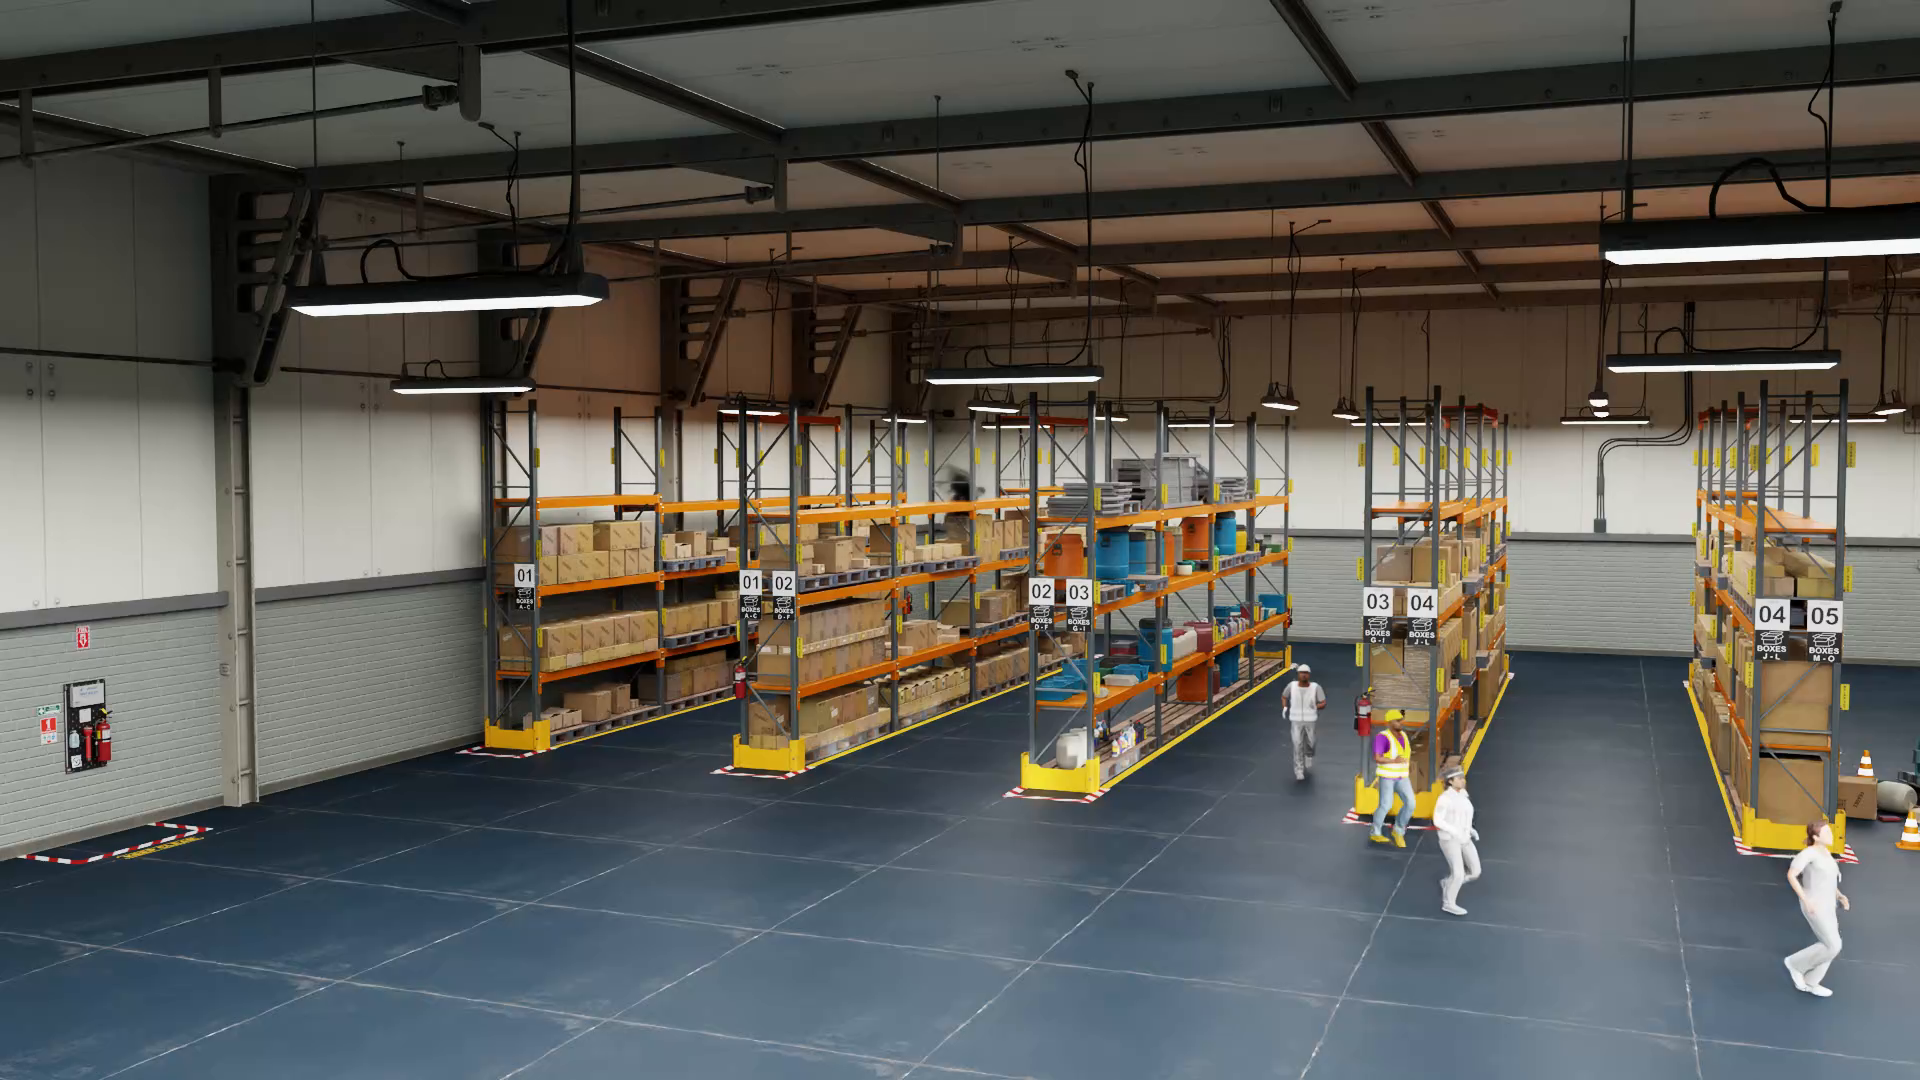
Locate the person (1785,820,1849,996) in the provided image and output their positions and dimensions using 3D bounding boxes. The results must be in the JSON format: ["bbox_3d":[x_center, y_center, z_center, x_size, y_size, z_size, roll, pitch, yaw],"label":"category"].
[{"bbox_3d":[7.985,3.427,15.482,0.569,1.620,0.512,-2,3,-35],"label":"person"}]

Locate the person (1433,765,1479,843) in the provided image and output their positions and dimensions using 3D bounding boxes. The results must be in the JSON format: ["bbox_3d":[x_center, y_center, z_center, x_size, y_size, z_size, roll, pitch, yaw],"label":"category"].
[{"bbox_3d":[5.468,2.868,18.147,0.592,0.836,0.452,-2,3,-35],"label":"person"}]

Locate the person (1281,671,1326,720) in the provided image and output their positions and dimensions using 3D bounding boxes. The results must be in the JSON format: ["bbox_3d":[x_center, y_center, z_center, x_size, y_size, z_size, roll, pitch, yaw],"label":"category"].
[{"bbox_3d":[5.356,2.399,25.925,0.696,0.823,0.586,1,3,12],"label":"person"}]

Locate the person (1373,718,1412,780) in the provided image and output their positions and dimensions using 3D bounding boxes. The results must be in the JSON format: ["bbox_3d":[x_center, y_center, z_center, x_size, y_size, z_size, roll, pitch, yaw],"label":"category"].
[{"bbox_3d":[5.603,2.643,21.352,0.717,0.854,0.674,-1,3,-26],"label":"person"}]
